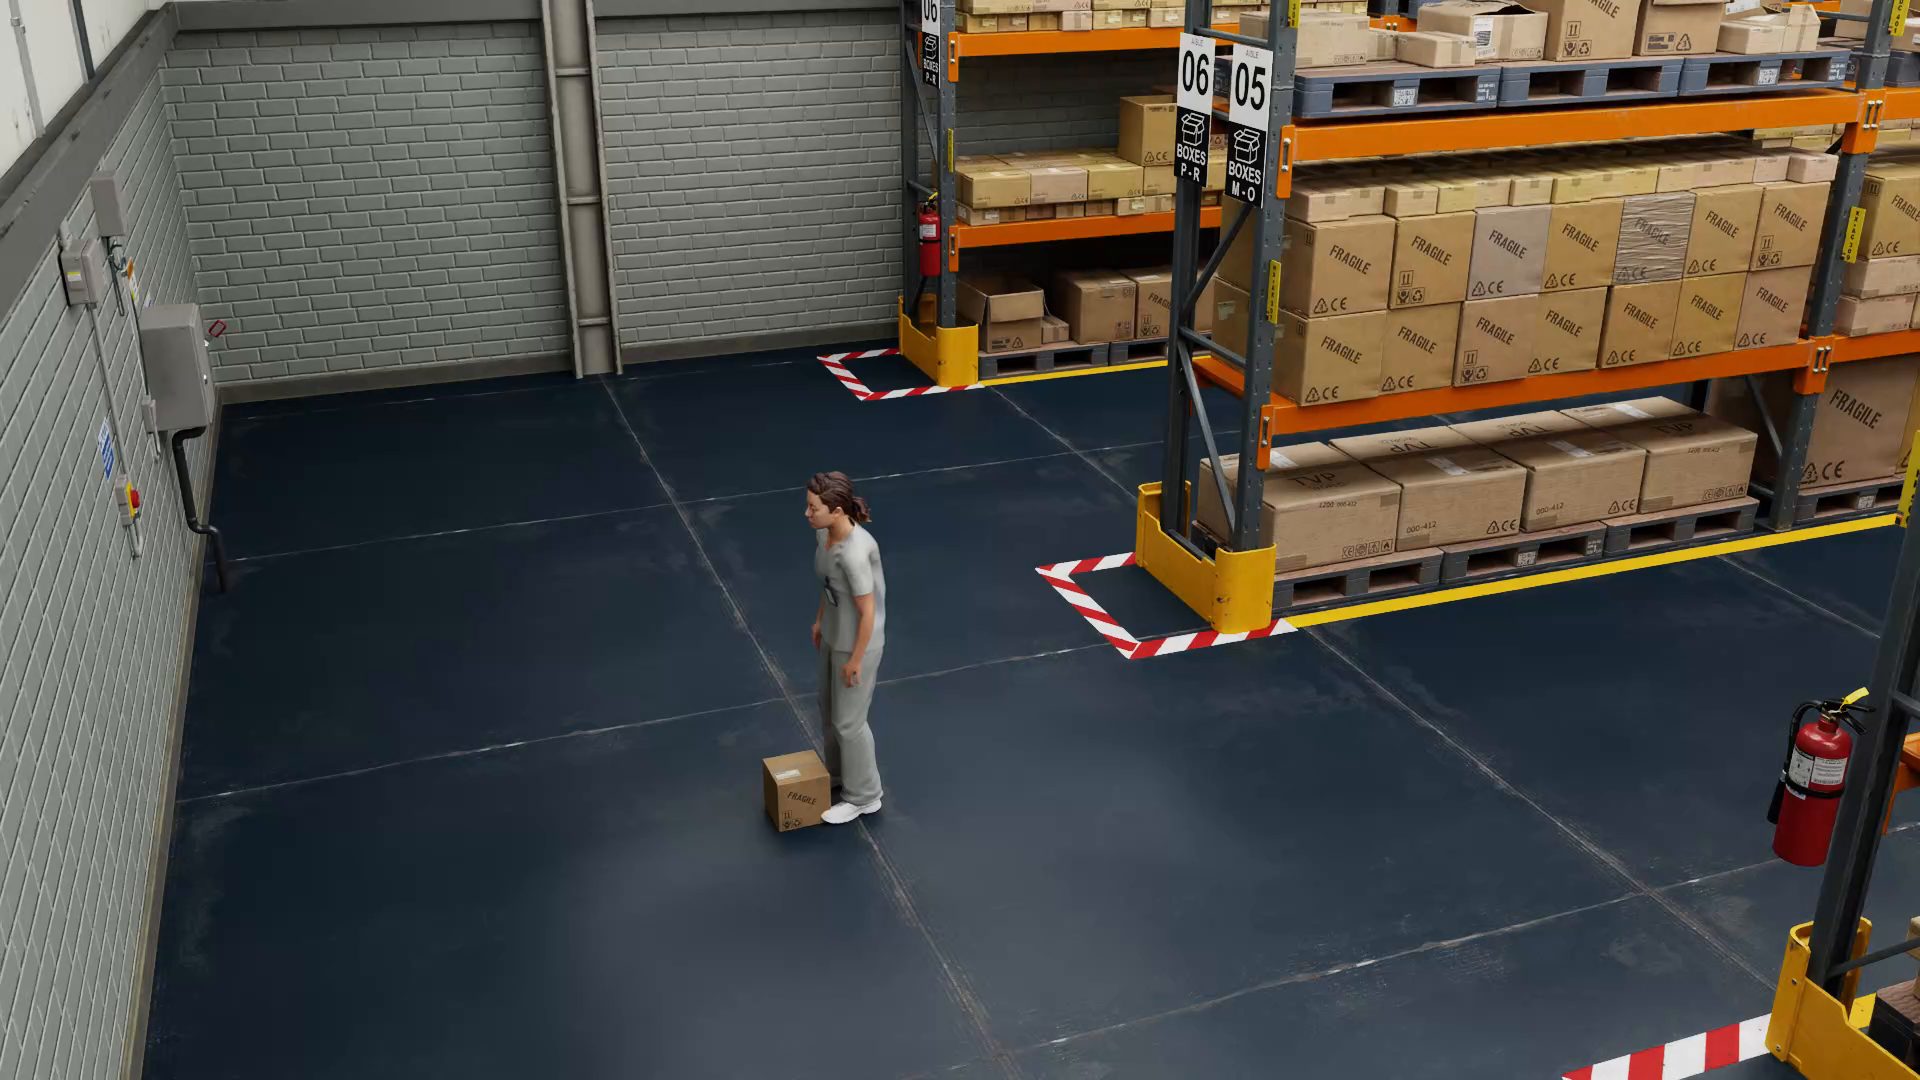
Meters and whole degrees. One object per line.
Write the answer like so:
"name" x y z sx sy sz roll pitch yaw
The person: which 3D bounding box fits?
"person" -0.524 0.449 7.478 0.353 1.644 0.511 -9 24 -21
